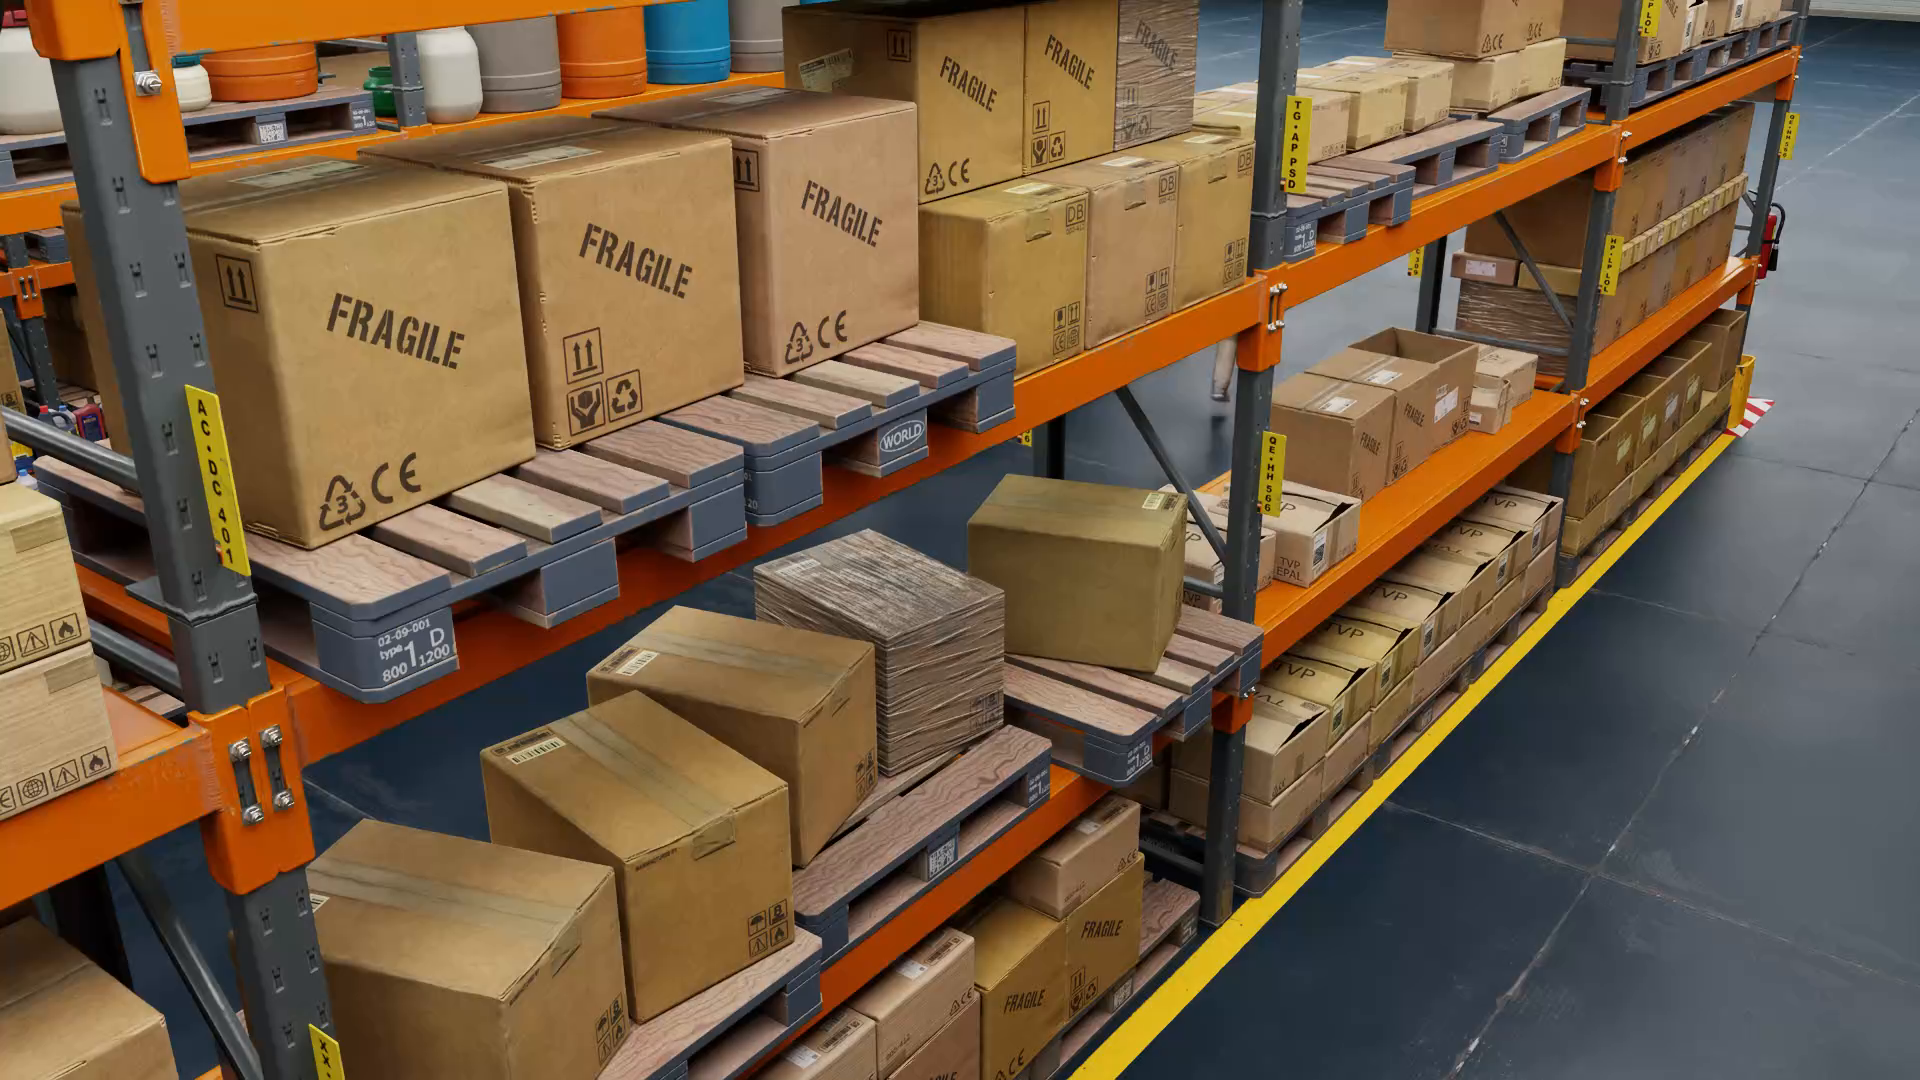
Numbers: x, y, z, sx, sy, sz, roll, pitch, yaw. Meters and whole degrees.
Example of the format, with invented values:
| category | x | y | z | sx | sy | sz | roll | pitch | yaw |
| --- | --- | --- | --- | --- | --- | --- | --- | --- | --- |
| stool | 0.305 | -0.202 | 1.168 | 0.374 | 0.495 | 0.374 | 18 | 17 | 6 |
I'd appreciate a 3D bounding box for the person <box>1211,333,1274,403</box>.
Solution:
| category | x | y | z | sx | sy | sz | roll | pitch | yaw |
| --- | --- | --- | --- | --- | --- | --- | --- | --- | --- |
| person | 2.257 | -1.913 | 13.047 | 0.525 | 1.678 | 1.008 | 9 | 25 | 19 |
